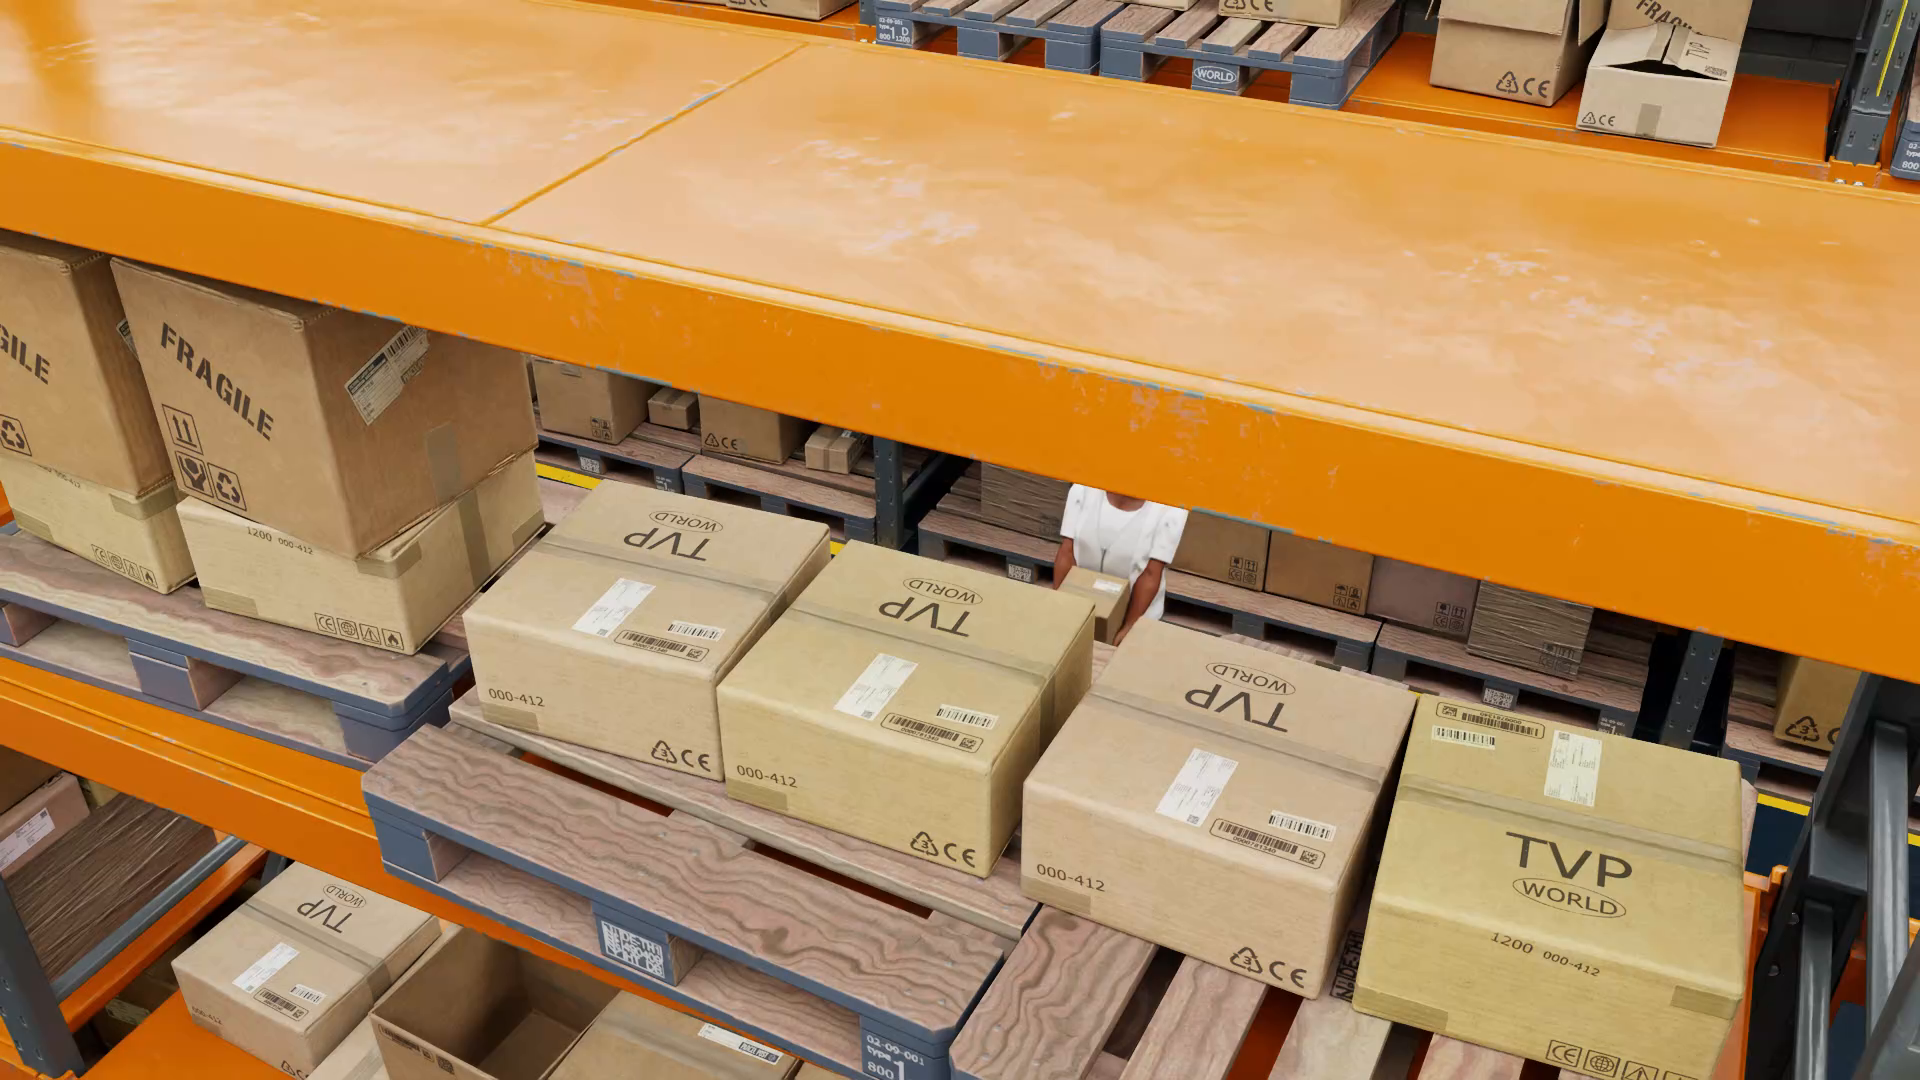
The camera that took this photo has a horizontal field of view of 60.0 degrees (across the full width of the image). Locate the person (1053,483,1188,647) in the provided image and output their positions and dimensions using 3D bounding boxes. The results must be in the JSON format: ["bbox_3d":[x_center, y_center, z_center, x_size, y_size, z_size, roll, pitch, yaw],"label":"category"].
[{"bbox_3d":[0.619,0.340,6.954,0.503,1.761,0.577,15,36,21],"label":"person"}]
